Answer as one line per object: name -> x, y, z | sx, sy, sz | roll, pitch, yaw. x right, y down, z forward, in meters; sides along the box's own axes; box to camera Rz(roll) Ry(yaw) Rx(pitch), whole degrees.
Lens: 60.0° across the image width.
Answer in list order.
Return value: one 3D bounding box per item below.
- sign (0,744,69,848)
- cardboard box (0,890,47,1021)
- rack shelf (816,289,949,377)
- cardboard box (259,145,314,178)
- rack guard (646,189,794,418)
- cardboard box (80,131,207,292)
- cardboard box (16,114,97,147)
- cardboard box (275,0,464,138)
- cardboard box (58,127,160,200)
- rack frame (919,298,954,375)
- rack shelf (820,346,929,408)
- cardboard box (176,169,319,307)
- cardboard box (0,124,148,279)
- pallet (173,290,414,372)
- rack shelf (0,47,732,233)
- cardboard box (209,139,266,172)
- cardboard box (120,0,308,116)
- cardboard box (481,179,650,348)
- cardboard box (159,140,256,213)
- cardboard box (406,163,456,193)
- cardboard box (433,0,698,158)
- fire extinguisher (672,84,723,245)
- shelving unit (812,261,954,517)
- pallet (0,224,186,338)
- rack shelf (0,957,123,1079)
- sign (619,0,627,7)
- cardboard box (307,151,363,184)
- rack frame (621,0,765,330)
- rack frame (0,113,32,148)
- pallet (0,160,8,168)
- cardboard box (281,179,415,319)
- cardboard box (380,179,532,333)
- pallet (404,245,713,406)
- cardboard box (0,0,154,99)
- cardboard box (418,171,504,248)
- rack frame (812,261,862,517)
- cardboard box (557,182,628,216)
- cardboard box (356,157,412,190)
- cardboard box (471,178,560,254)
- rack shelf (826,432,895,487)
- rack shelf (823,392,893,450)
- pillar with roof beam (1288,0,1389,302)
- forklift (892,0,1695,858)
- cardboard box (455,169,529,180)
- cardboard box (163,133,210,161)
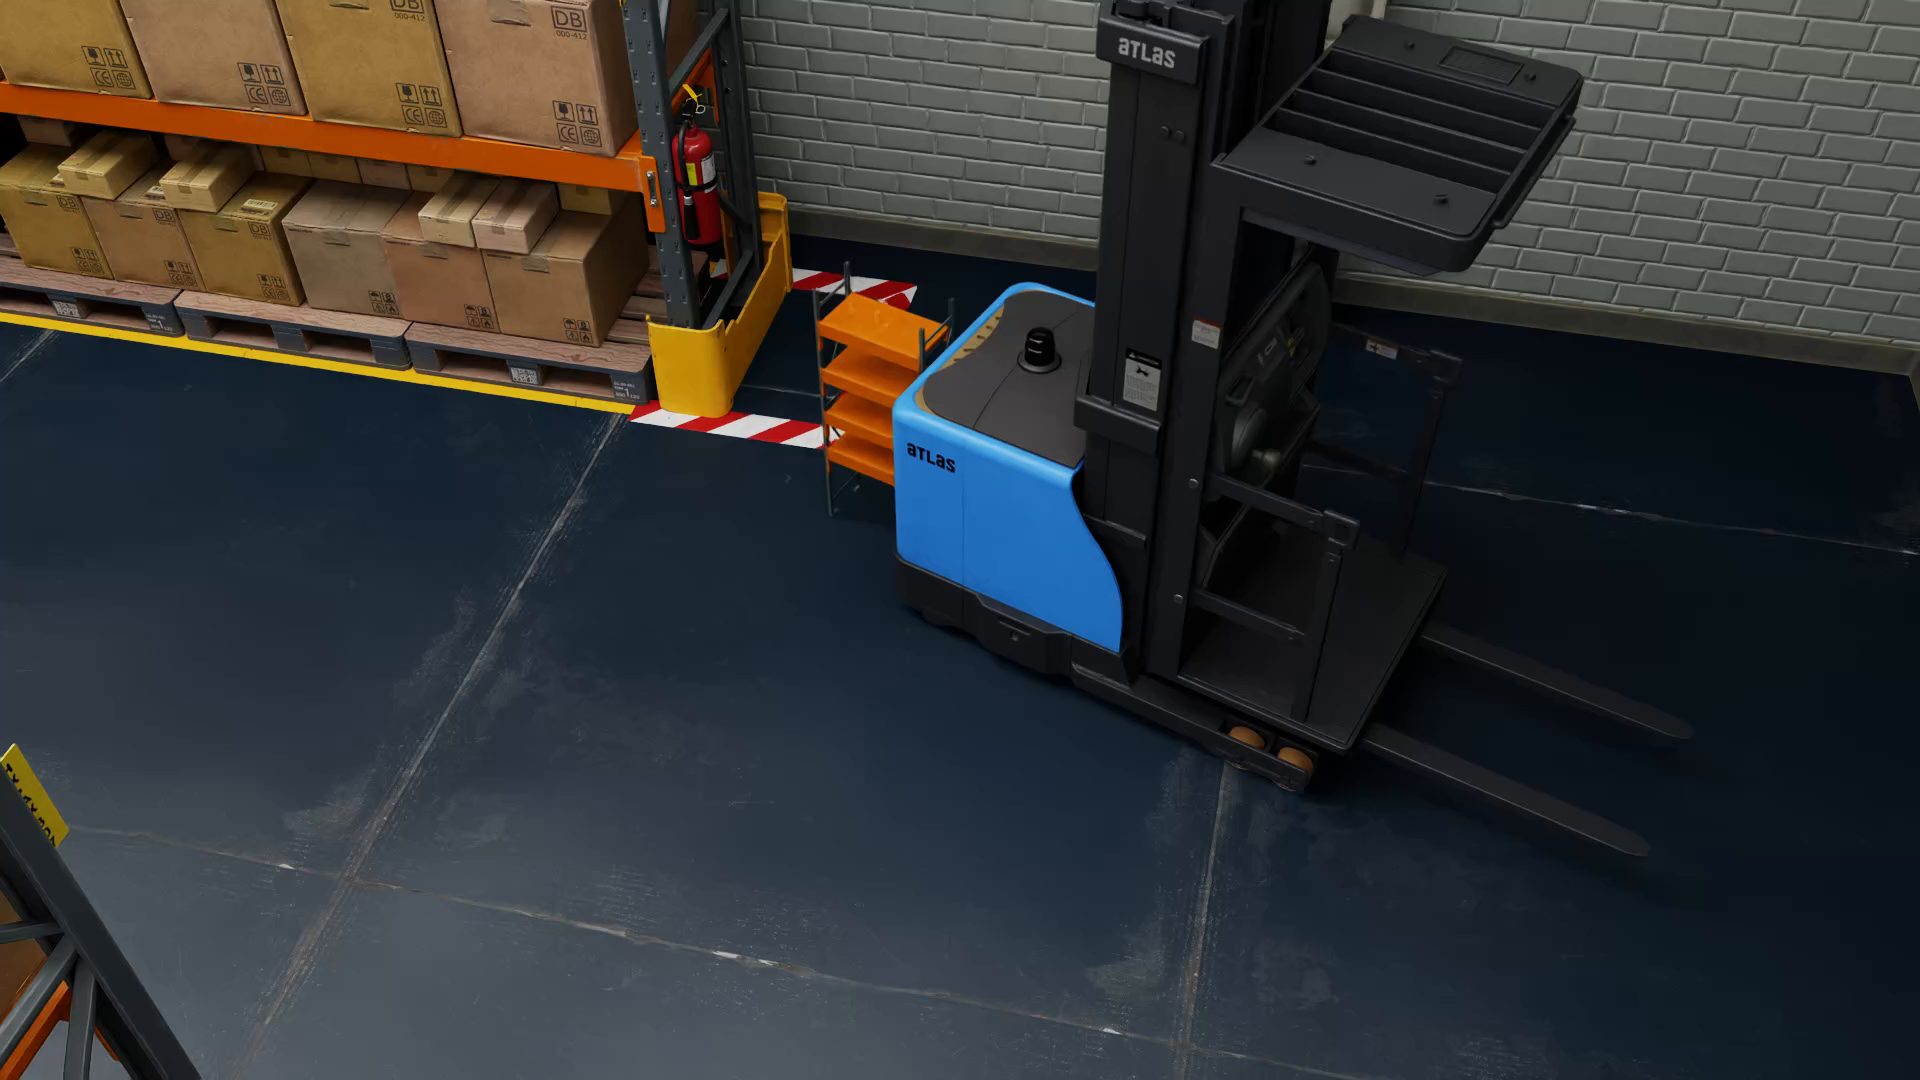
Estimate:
sign -> -2.124, 0.605, 3.794 | 0.005, 0.325, 0.100 | 9, 45, 9
cardboard box -> -2.618, 1.002, 3.934 | 0.500, 0.500, 0.500 | 10, 45, 10
rack shelf -> -0.299, -0.805, 6.614 | 0.480, 0.148, 0.258 | 22, 48, 22
cardboard box -> -3.188, -1.937, 8.092 | 0.250, 0.149, 0.380 | 8, 44, 8
rack guard -> -1.141, -1.165, 8.060 | 0.348, 0.500, 1.175 | 9, 45, 9
cardboard box -> -3.871, -1.664, 8.276 | 0.500, 0.500, 0.700 | 8, 45, 9
cardboard box -> -4.458, -2.133, 8.295 | 0.250, 0.149, 0.380 | 9, 45, 9
cardboard box -> -2.376, -2.350, 7.272 | 0.700, 0.700, 0.980 | 8, 45, 9
cardboard box -> -4.066, -1.801, 7.950 | 0.250, 0.149, 0.380 | 10, 45, 10
rack frame -> -0.089, -0.435, 6.797 | 0.015, 1.200, 0.240 | 22, 48, 22
rack shelf -> -0.299, -0.634, 6.778 | 0.480, 0.148, 0.258 | 22, 48, 22
cardboard box -> -3.370, -1.585, 8.194 | 0.500, 0.500, 0.700 | 10, 45, 10
cardboard box -> -4.360, -1.743, 8.357 | 0.500, 0.500, 0.700 | 9, 45, 10
pallet -> -3.148, -1.319, 8.428 | 1.213, 0.211, 1.003 | 9, 45, 9
rack shelf -> -3.116, -2.113, 7.761 | 4.000, 0.370, 1.077 | 9, 45, 9
cardboard box -> -3.440, -1.976, 8.132 | 0.250, 0.149, 0.380 | 9, 45, 9
cardboard box -> -3.118, -2.472, 7.399 | 0.700, 0.700, 0.980 | 7, 44, 7
cardboard box -> -1.869, -1.358, 7.958 | 0.500, 0.500, 0.700 | 9, 45, 9
cardboard box -> -3.556, -1.722, 7.868 | 0.250, 0.149, 0.380 | 8, 44, 8
cardboard box -> -2.442, -1.822, 7.972 | 0.250, 0.149, 0.380 | 9, 45, 9
cardboard box -> -1.664, -2.247, 7.166 | 0.700, 0.700, 0.980 | 11, 45, 11
fire extinguisher -> -1.118, -1.572, 7.004 | 0.183, 0.674, 0.296 | 9, 45, 9
shelving unit -> -0.299, -0.522, 6.887 | 0.503, 1.200, 0.258 | 22, 48, 22
pallet -> -4.343, -1.502, 8.618 | 1.213, 0.211, 1.003 | 9, 45, 9
rack shelf -> -4.194, 1.240, 4.277 | 4.000, 0.370, 1.077 | 9, 45, 9
sign -> -1.296, -2.206, 6.333 | 0.005, 0.325, 0.100 | 9, 45, 9
cardboard box -> -2.941, -1.899, 8.052 | 0.250, 0.149, 0.380 | 9, 45, 9
rack frame -> -1.164, -2.069, 7.196 | 0.127, 3.000, 1.000 | 9, 45, 9
rack frame -> -5.068, -2.675, 7.826 | 0.127, 3.000, 1.000 | 9, 45, 9
pallet -> -5.837, -1.736, 8.861 | 1.213, 0.211, 1.003 | 9, 45, 9
cardboard box -> -2.848, -1.509, 8.115 | 0.500, 0.500, 0.700 | 7, 44, 8
cardboard box -> -2.357, -1.434, 8.036 | 0.500, 0.500, 0.700 | 9, 45, 9
pallet -> -1.961, -1.132, 8.234 | 1.213, 0.211, 1.003 | 9, 45, 9
cardboard box -> -3.831, -2.575, 7.506 | 0.700, 0.700, 0.980 | 8, 44, 8
cardboard box -> -2.284, -1.526, 7.664 | 0.250, 0.149, 0.380 | 10, 45, 10
rack frame -> -0.509, -0.608, 6.976 | 0.015, 1.200, 0.240 | 22, 48, 22
cardboard box -> -1.703, -1.708, 7.854 | 0.250, 0.149, 0.380 | 9, 45, 9
cardboard box -> -2.690, -1.860, 8.012 | 0.250, 0.149, 0.380 | 9, 45, 10
cardboard box -> -2.034, -1.488, 7.625 | 0.250, 0.149, 0.380 | 8, 45, 9
rack shelf -> -0.299, -0.330, 7.071 | 0.480, 0.148, 0.258 | 22, 48, 22
rack shelf -> -0.299, -0.473, 6.933 | 0.480, 0.148, 0.258 | 22, 48, 22
pillar with roof beam -> 0.720, -1.493, 2.273 | 0.400, 9.000, 9.100 | 9, 45, 9
forklift -> 1.256, -0.540, 5.658 | 3.031, 2.935, 1.130 | 23, 48, 22
cardboard box -> -2.198, -1.784, 7.933 | 0.250, 0.149, 0.380 | 9, 45, 9
cardboard box -> -3.686, -2.015, 8.172 | 0.250, 0.149, 0.380 | 8, 44, 8
